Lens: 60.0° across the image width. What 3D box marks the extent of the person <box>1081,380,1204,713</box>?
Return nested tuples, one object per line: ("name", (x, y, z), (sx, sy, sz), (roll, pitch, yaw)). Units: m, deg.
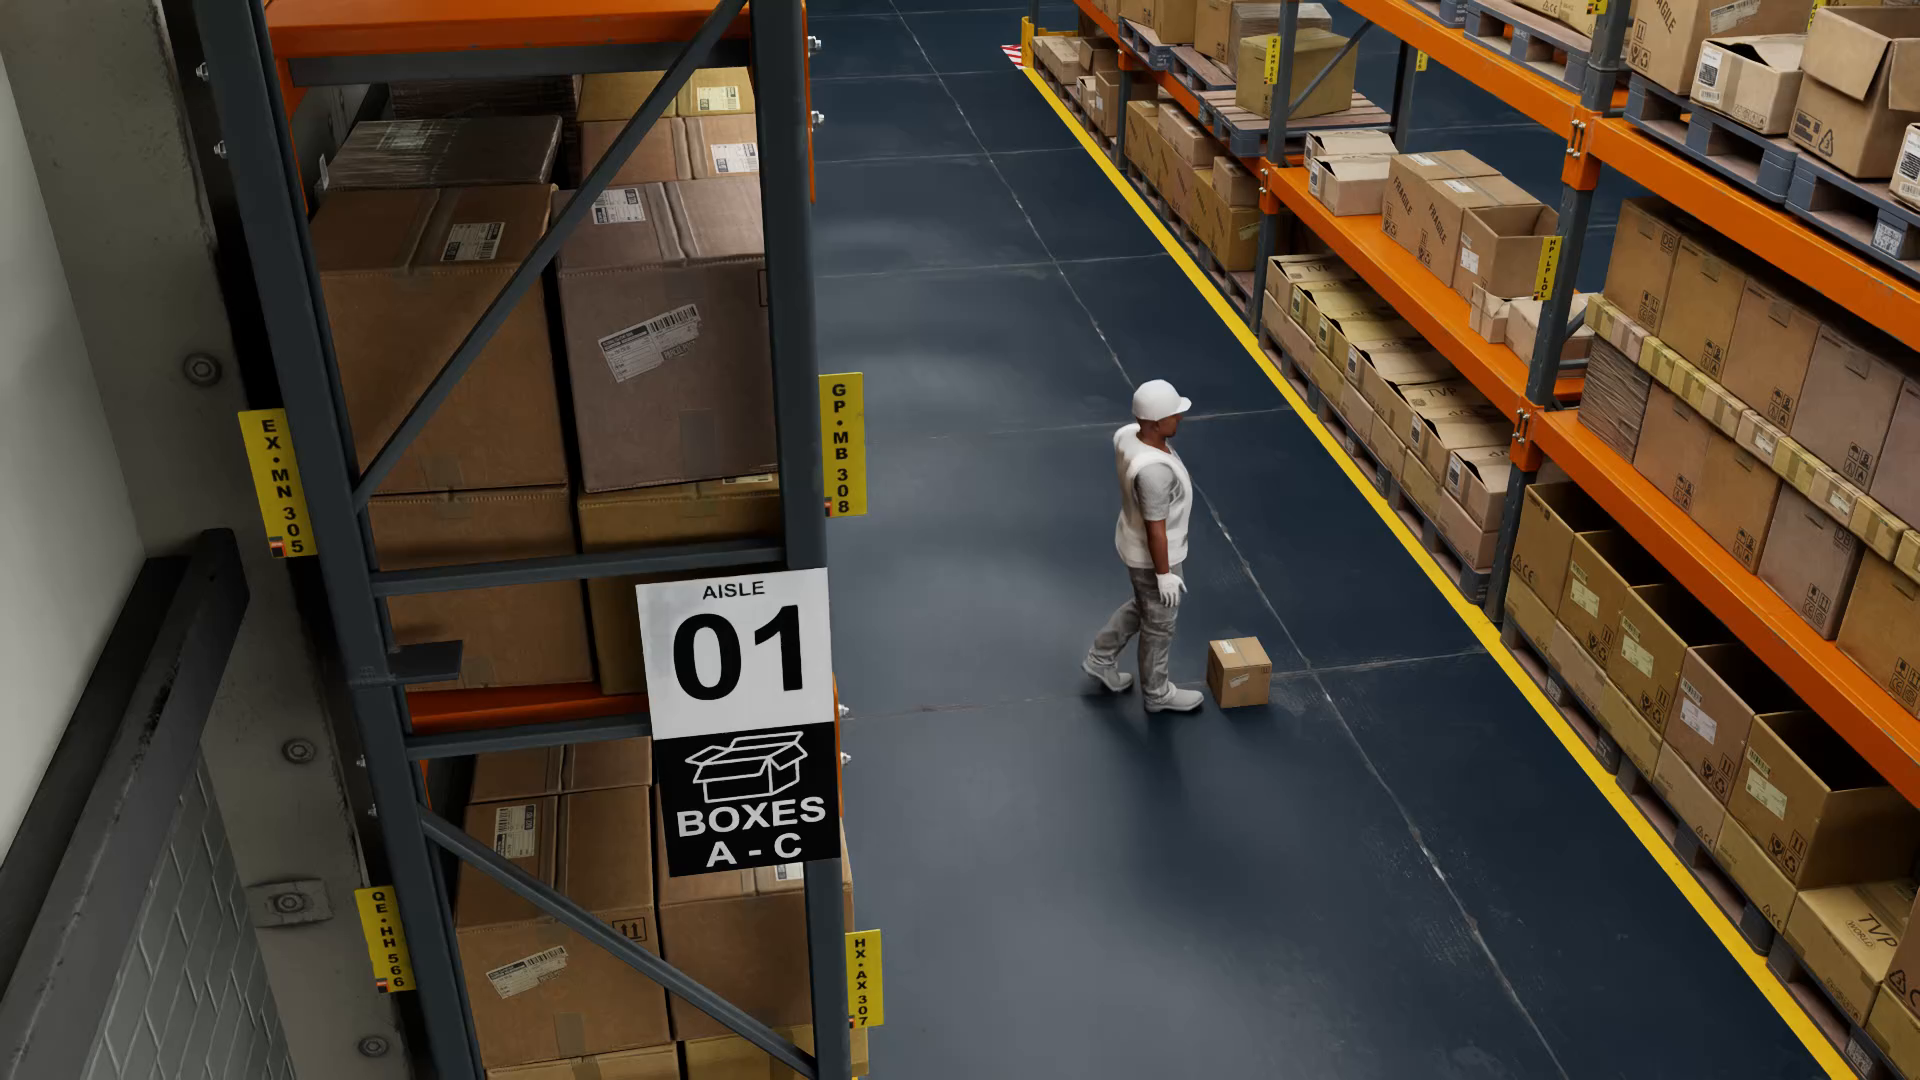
("person", (0.932, 0.062, 8.009), (0.600, 1.794, 0.589), (-3, 31, -4))
